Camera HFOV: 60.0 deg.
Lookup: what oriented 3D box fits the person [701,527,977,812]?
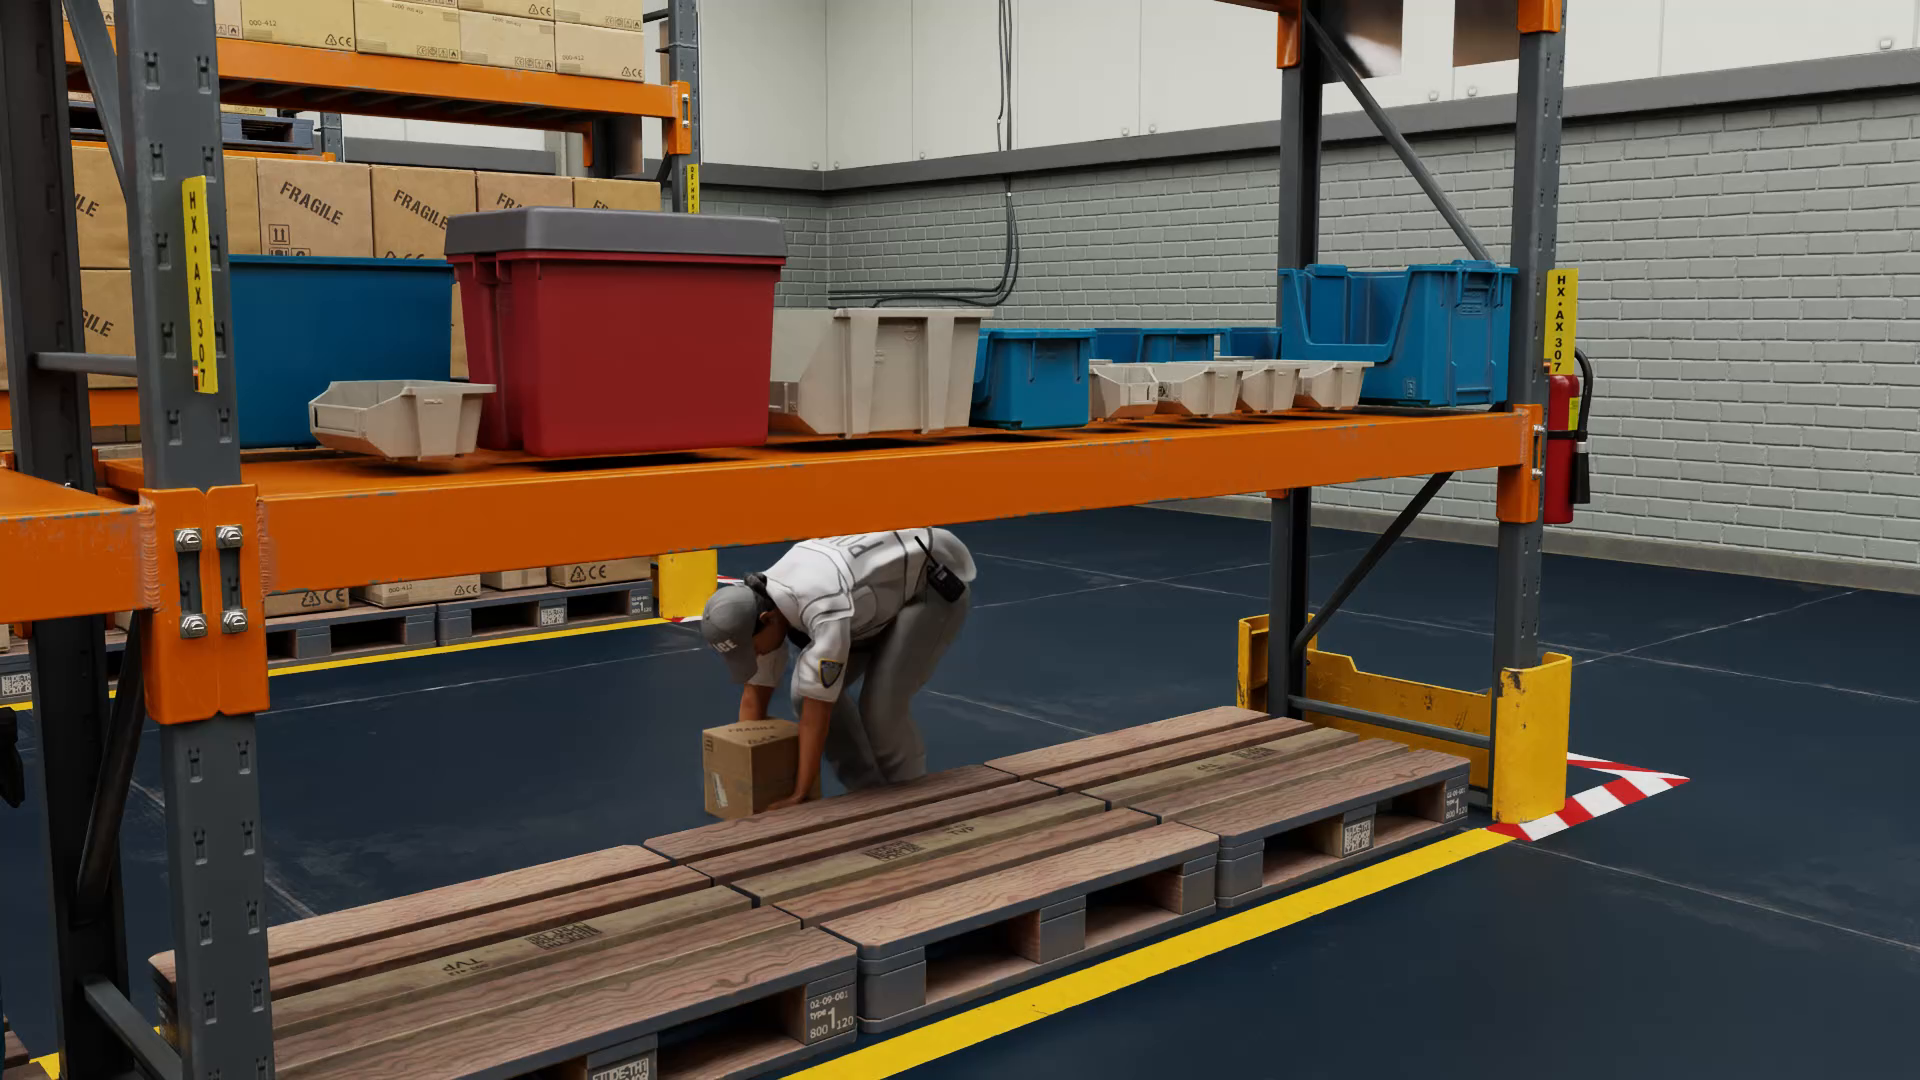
[{"bbox_3d":[-0.373,0.438,5.053,0.945,0.990,0.490,-7,11,-44],"label":"person"}]
